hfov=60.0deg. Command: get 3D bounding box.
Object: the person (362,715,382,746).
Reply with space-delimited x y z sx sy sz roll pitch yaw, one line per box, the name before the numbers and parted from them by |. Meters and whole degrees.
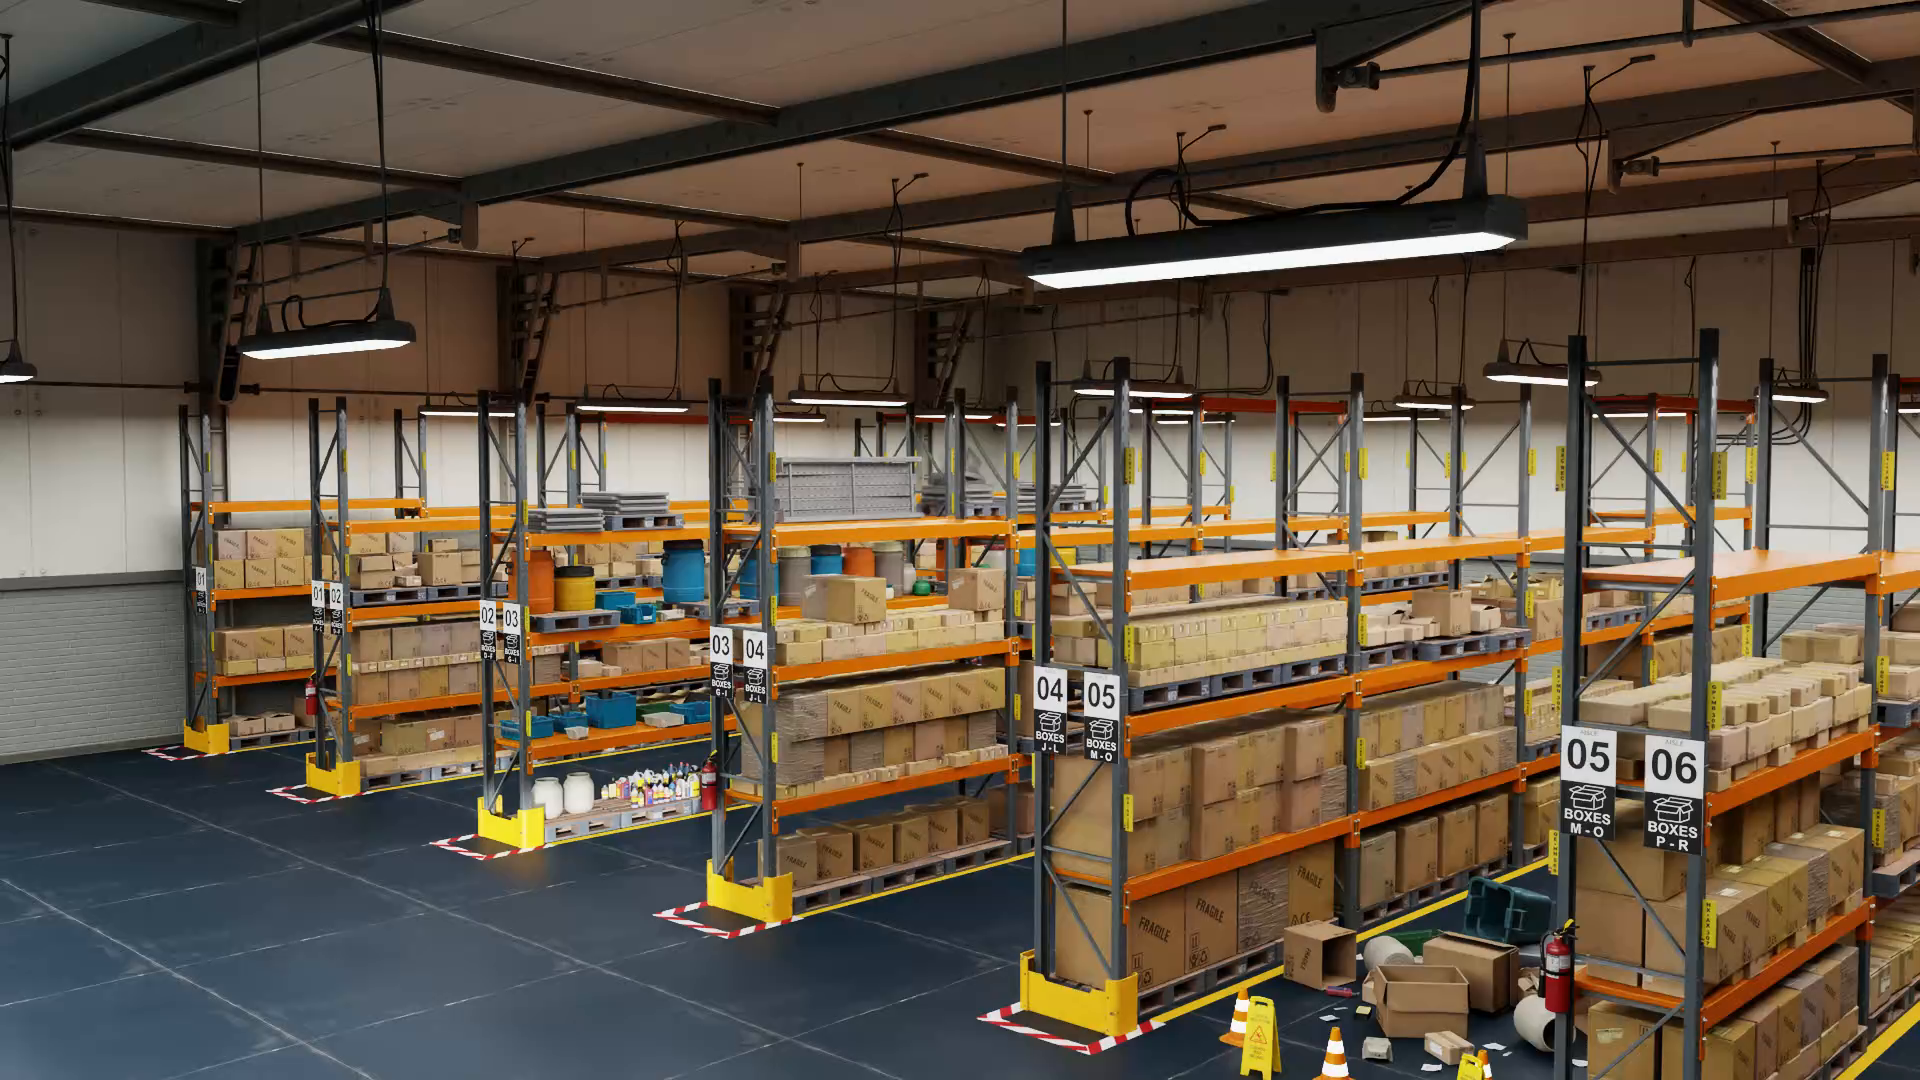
person | -9.738 2.860 27.404 0.661 1.715 0.935 2 4 38
